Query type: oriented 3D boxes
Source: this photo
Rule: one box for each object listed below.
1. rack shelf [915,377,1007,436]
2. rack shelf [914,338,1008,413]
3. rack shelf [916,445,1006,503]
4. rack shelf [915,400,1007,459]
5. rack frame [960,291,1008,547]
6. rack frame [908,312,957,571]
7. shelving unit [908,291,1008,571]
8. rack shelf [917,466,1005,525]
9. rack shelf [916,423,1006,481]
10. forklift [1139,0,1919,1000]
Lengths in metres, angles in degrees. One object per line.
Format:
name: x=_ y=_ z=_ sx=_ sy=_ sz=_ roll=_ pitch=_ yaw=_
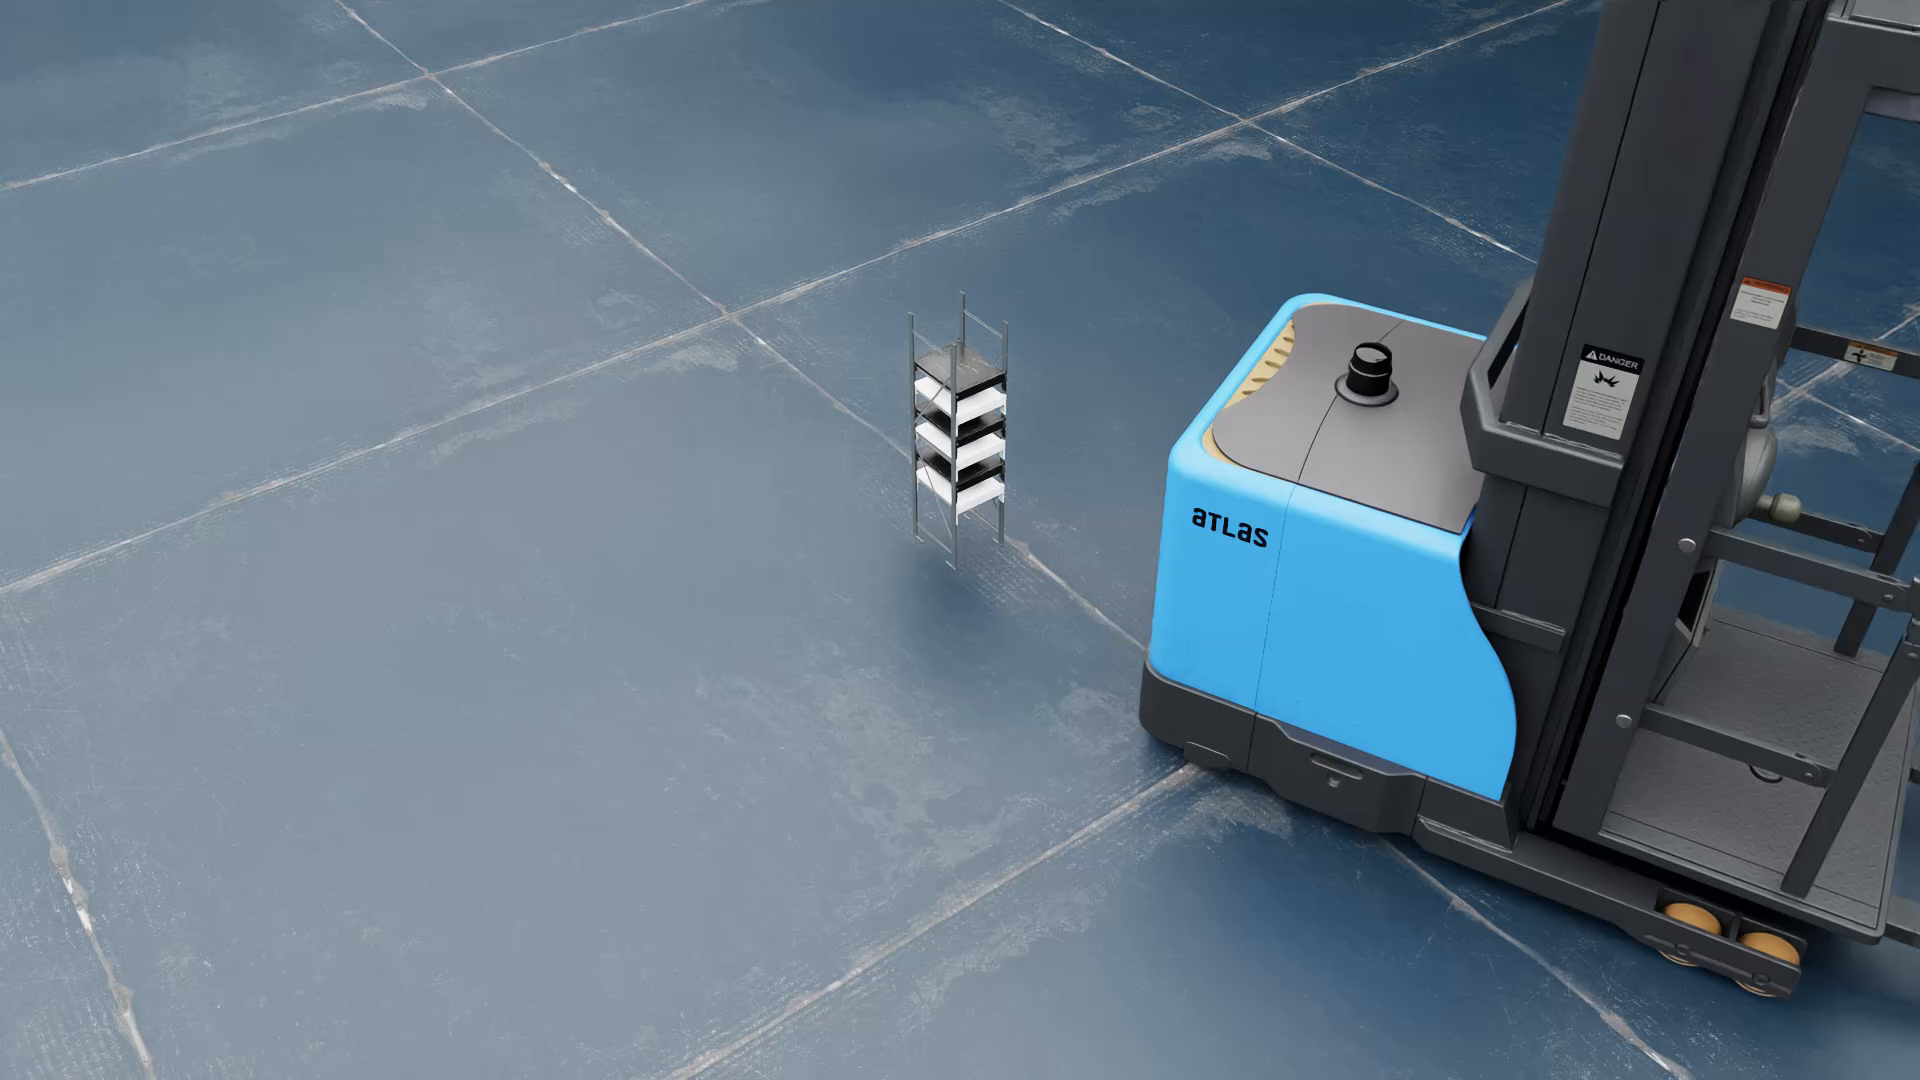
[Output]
rack shelf: x=-0.006 y=-0.458 z=5.368 sx=0.200 sy=0.077 sz=0.258 roll=-26 pitch=46 yaw=-28
rack shelf: x=-0.006 y=-0.528 z=5.311 sx=0.200 sy=0.077 sz=0.258 roll=-26 pitch=46 yaw=-28
rack shelf: x=-0.006 y=-0.249 z=5.539 sx=0.200 sy=0.077 sz=0.258 roll=-26 pitch=46 yaw=-28
rack shelf: x=-0.006 y=-0.389 z=5.425 sx=0.200 sy=0.077 sz=0.258 roll=-26 pitch=46 yaw=-28
rack frame: x=0.074 y=-0.384 z=5.509 sx=0.006 sy=0.900 sz=0.240 roll=-26 pitch=46 yaw=-28
rack frame: x=-0.087 y=-0.305 z=5.413 sx=0.006 sy=0.900 sz=0.240 roll=-26 pitch=46 yaw=-28
shelving unit: x=-0.006 y=-0.345 z=5.461 sx=0.210 sy=0.900 sz=0.258 roll=-26 pitch=46 yaw=-28
rack shelf: x=-0.006 y=-0.180 z=5.596 sx=0.200 sy=0.077 sz=0.258 roll=-26 pitch=46 yaw=-28
rack shelf: x=-0.006 y=-0.319 z=5.482 sx=0.200 sy=0.077 sz=0.258 roll=-26 pitch=46 yaw=-28
forklift: x=2.076 y=-0.341 z=3.855 sx=3.031 sy=2.935 sz=1.130 roll=19 pitch=43 yaw=22
